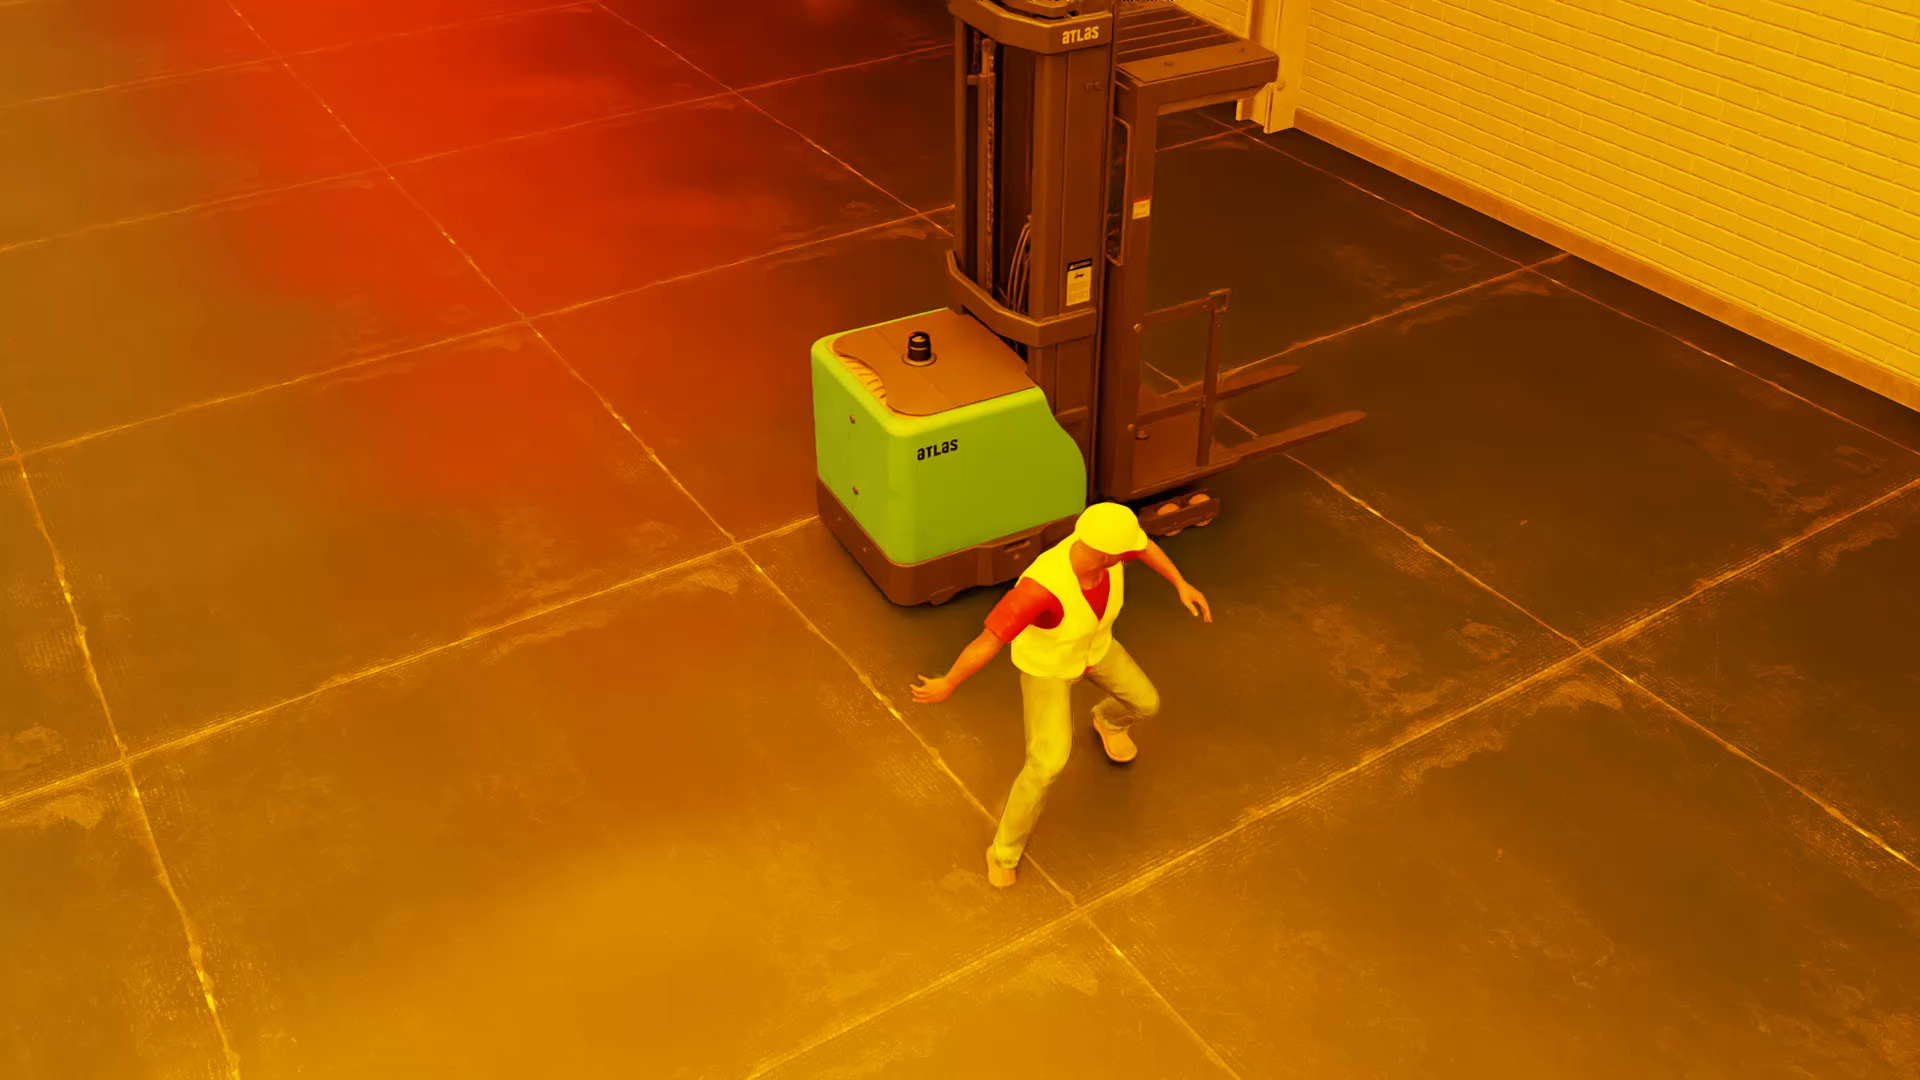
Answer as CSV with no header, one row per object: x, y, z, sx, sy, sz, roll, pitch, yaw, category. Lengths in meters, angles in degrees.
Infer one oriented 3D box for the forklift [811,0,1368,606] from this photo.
0.790,-1.472,8.242,3.031,2.935,1.130,-17,39,-23,forklift

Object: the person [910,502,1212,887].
0.415,0.539,6.642,1.153,1.723,0.568,-25,42,-31,person
